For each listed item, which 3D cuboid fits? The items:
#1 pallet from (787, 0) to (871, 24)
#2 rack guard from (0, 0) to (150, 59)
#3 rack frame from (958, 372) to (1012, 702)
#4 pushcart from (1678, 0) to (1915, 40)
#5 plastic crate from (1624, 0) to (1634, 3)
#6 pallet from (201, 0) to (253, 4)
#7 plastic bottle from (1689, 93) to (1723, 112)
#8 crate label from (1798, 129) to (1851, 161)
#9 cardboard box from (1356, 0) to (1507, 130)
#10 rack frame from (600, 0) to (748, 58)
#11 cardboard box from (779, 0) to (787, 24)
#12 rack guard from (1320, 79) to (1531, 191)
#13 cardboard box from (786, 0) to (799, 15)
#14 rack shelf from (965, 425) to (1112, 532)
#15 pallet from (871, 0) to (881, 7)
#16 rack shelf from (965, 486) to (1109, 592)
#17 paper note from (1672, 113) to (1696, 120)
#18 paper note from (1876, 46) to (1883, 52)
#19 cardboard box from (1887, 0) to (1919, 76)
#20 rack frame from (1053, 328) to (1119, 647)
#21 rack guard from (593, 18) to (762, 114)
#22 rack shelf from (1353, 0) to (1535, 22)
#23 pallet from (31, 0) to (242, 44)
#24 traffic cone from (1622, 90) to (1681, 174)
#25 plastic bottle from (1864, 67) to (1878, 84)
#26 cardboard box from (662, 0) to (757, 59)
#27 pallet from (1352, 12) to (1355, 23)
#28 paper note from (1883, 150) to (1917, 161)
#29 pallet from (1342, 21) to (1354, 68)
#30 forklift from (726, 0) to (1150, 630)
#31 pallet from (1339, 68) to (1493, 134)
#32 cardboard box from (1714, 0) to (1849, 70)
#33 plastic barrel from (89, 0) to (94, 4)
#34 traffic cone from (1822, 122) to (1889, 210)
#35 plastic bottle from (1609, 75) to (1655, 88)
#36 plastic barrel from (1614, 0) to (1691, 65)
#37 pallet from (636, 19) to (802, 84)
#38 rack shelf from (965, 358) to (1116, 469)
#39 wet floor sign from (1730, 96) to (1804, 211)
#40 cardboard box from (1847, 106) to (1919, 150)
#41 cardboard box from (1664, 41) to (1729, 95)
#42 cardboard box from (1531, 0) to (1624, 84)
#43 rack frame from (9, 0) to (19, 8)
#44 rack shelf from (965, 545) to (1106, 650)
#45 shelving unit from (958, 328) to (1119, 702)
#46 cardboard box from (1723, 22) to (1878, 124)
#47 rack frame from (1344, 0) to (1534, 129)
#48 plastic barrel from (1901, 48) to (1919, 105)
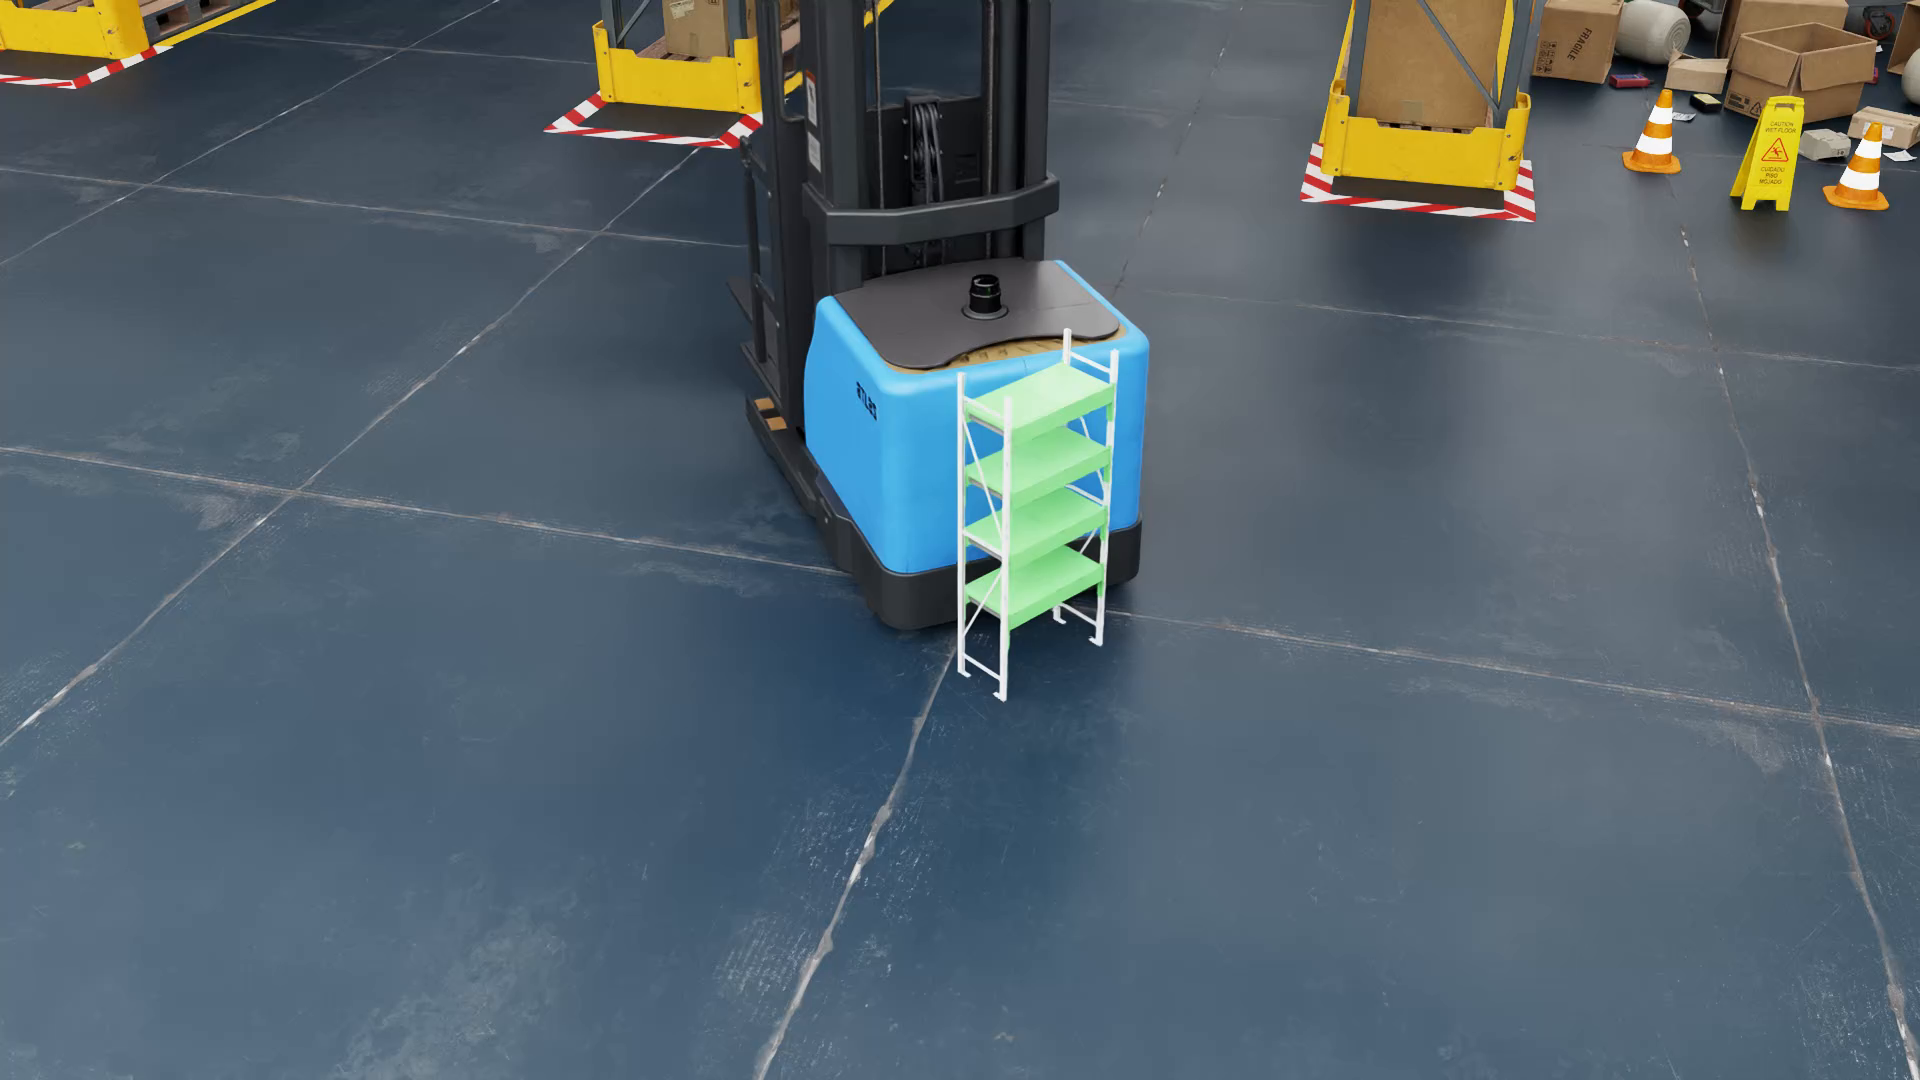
[{"bbox_3d":[-1.353,-4.195,13.153,1.003,0.211,1.213,8,33,12],"label":"pallet"},{"bbox_3d":[-6.741,-3.950,12.498,1.175,0.500,0.348,8,33,12],"label":"rack guard"},{"bbox_3d":[0.078,0.013,5.610,0.015,1.200,0.240,-26,41,-35],"label":"rack frame"},{"bbox_3d":[6.459,-4.189,12.988,1.648,0.377,0.936,-3,33,-4],"label":"pushcart"},{"bbox_3d":[5.086,-4.202,13.131,0.662,0.188,0.450,-28,32,-37],"label":"plastic crate"},{"bbox_3d":[-6.218,-4.880,14.230,1.003,0.211,1.213,8,33,12],"label":"pallet"},{"bbox_3d":[5.114,-3.015,11.436,0.133,0.061,0.283,-3,33,-4],"label":"plastic bottle"},{"bbox_3d":[5.502,-2.517,10.582,0.250,0.136,0.298,-8,33,-13],"label":"crate label"},{"bbox_3d":[2.956,-3.199,10.574,0.875,0.875,0.875,8,33,13],"label":"cardboard box"},{"bbox_3d":[-1.924,-4.285,10.694,1.000,3.000,0.127,8,33,12],"label":"rack frame"},{"bbox_3d":[-1.631,-4.044,12.254,0.500,0.500,0.500,17,36,25],"label":"cardboard box"},{"bbox_3d":[2.842,-2.490,10.200,1.175,0.500,0.348,8,33,12],"label":"rack guard"},{"bbox_3d":[-1.454,-4.366,12.761,0.500,0.500,0.500,11,34,17],"label":"cardboard box"},{"bbox_3d":[0.259,-0.223,5.655,0.480,0.148,0.258,-26,41,-35],"label":"rack shelf"},{"bbox_3d":[-1.045,-4.830,14.152,1.003,0.211,1.213,8,33,12],"label":"pallet"},{"bbox_3d":[0.259,-0.021,5.784,0.480,0.148,0.258,-26,41,-35],"label":"rack shelf"},{"bbox_3d":[4.877,-2.864,11.229,0.144,0.017,0.142,20,38,29],"label":"paper note"},{"bbox_3d":[6.892,-3.716,12.566,0.148,0.019,0.142,8,33,12],"label":"paper note"},{"bbox_3d":[7.089,-3.587,11.924,0.500,0.500,0.500,-21,38,-29],"label":"cardboard box"},{"bbox_3d":[0.439,-0.163,5.888,0.015,1.200,0.240,-26,41,-35],"label":"rack frame"},{"bbox_3d":[-1.905,-3.269,11.427,1.175,0.500,0.348,8,33,12],"label":"rack guard"},{"bbox_3d":[3.355,-4.291,11.375,1.077,0.370,4.000,8,33,12],"label":"rack shelf"},{"bbox_3d":[-6.530,-4.249,13.237,1.003,0.211,1.213,8,33,12],"label":"pallet"},{"bbox_3d":[4.356,-2.569,10.359,0.336,0.463,0.334,8,33,12],"label":"traffic cone"},{"bbox_3d":[6.535,-3.357,11.974,0.133,0.061,0.283,14,35,21],"label":"plastic bottle"},{"bbox_3d":[-1.749,-3.729,11.758,0.500,0.500,0.500,14,35,21],"label":"cardboard box"},{"bbox_3d":[3.594,-4.072,12.959,1.003,0.211,1.213,8,33,12],"label":"pallet"},{"bbox_3d":[5.976,-2.444,10.566,0.148,0.019,0.142,-3,33,-4],"label":"paper note"},{"bbox_3d":[3.287,-3.437,11.960,1.003,0.211,1.213,8,33,12],"label":"pallet"},{"bbox_3d":[-0.316,-1.687,6.672,1.130,2.935,3.031,-12,34,-18],"label":"forklift"},{"bbox_3d":[2.975,-2.806,10.967,1.003,0.211,1.213,8,33,12],"label":"pallet"},{"bbox_3d":[5.888,-3.682,11.946,0.797,0.637,0.503,8,33,12],"label":"cardboard box"},{"bbox_3d":[-6.622,-4.438,12.863,0.421,0.512,0.421,0,32,0],"label":"plastic barrel"},{"bbox_3d":[5.363,-2.239,9.840,0.336,0.463,0.334,8,33,12],"label":"traffic cone"},{"bbox_3d":[4.783,-3.265,11.828,0.283,0.061,0.133,-3,33,-4],"label":"plastic bottle"},{"bbox_3d":[5.059,-3.748,12.251,0.421,0.421,0.512,-21,38,-29],"label":"plastic barrel"},{"bbox_3d":[-1.664,-3.564,12.160,1.003,0.211,1.213,8,33,12],"label":"pallet"},{"bbox_3d":[0.259,-0.426,5.526,0.480,0.148,0.258,-26,41,-35],"label":"rack shelf"},{"bbox_3d":[4.756,-2.279,9.733,0.267,0.644,0.232,3,33,4],"label":"wet floor sign"},{"bbox_3d":[6.040,-2.687,10.839,0.380,0.149,0.250,28,42,36],"label":"cardboard box"},{"bbox_3d":[5.208,-3.336,11.751,0.396,0.266,0.258,14,35,21],"label":"cardboard box"},{"bbox_3d":[4.462,-3.634,11.998,0.500,0.500,0.500,14,35,21],"label":"cardboard box"},{"bbox_3d":[-6.715,-4.959,11.755,1.000,3.000,0.127,8,33,12],"label":"rack frame"},{"bbox_3d":[0.259,0.182,5.912,0.480,0.148,0.258,-26,41,-35],"label":"rack shelf"},{"bbox_3d":[0.259,-0.075,5.749,0.503,1.200,0.258,-26,41,-35],"label":"shelving unit"},{"bbox_3d":[5.658,-3.138,11.218,0.797,0.503,0.637,-14,35,-21],"label":"cardboard box"},{"bbox_3d":[2.848,-3.557,9.549,1.000,3.000,0.127,8,33,12],"label":"rack frame"},{"bbox_3d":[6.721,-3.126,11.273,0.421,0.421,0.512,-21,38,-29],"label":"plastic barrel"}]
